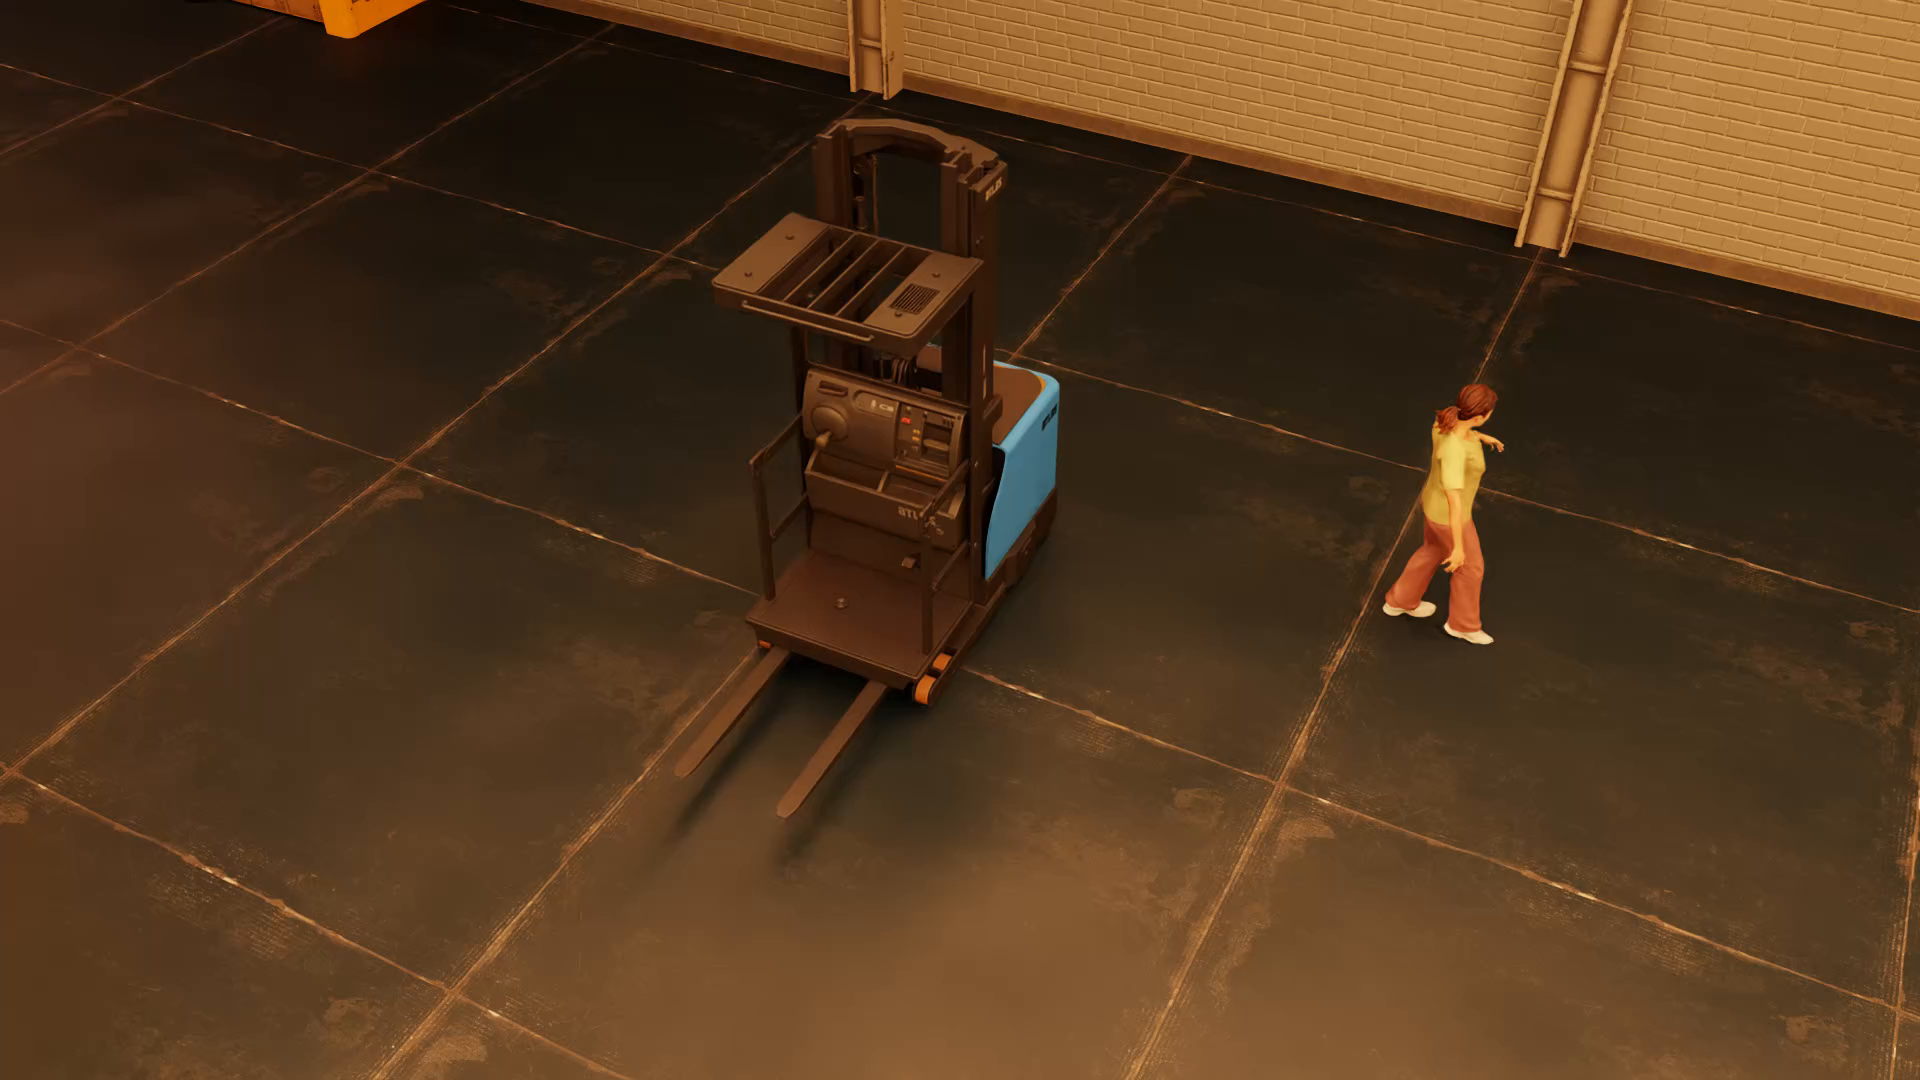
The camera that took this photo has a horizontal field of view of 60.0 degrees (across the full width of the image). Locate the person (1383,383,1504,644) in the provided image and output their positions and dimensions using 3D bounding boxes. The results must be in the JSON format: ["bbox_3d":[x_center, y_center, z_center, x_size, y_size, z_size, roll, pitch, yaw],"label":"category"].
[{"bbox_3d":[2.786,-0.130,9.169,0.632,1.691,0.902,4,40,5],"label":"person"}]

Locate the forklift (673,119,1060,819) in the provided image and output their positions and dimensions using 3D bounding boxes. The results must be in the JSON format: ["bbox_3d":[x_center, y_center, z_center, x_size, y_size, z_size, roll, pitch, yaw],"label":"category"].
[{"bbox_3d":[-0.502,-0.536,8.623,1.130,2.935,3.031,17,43,20],"label":"forklift"}]
